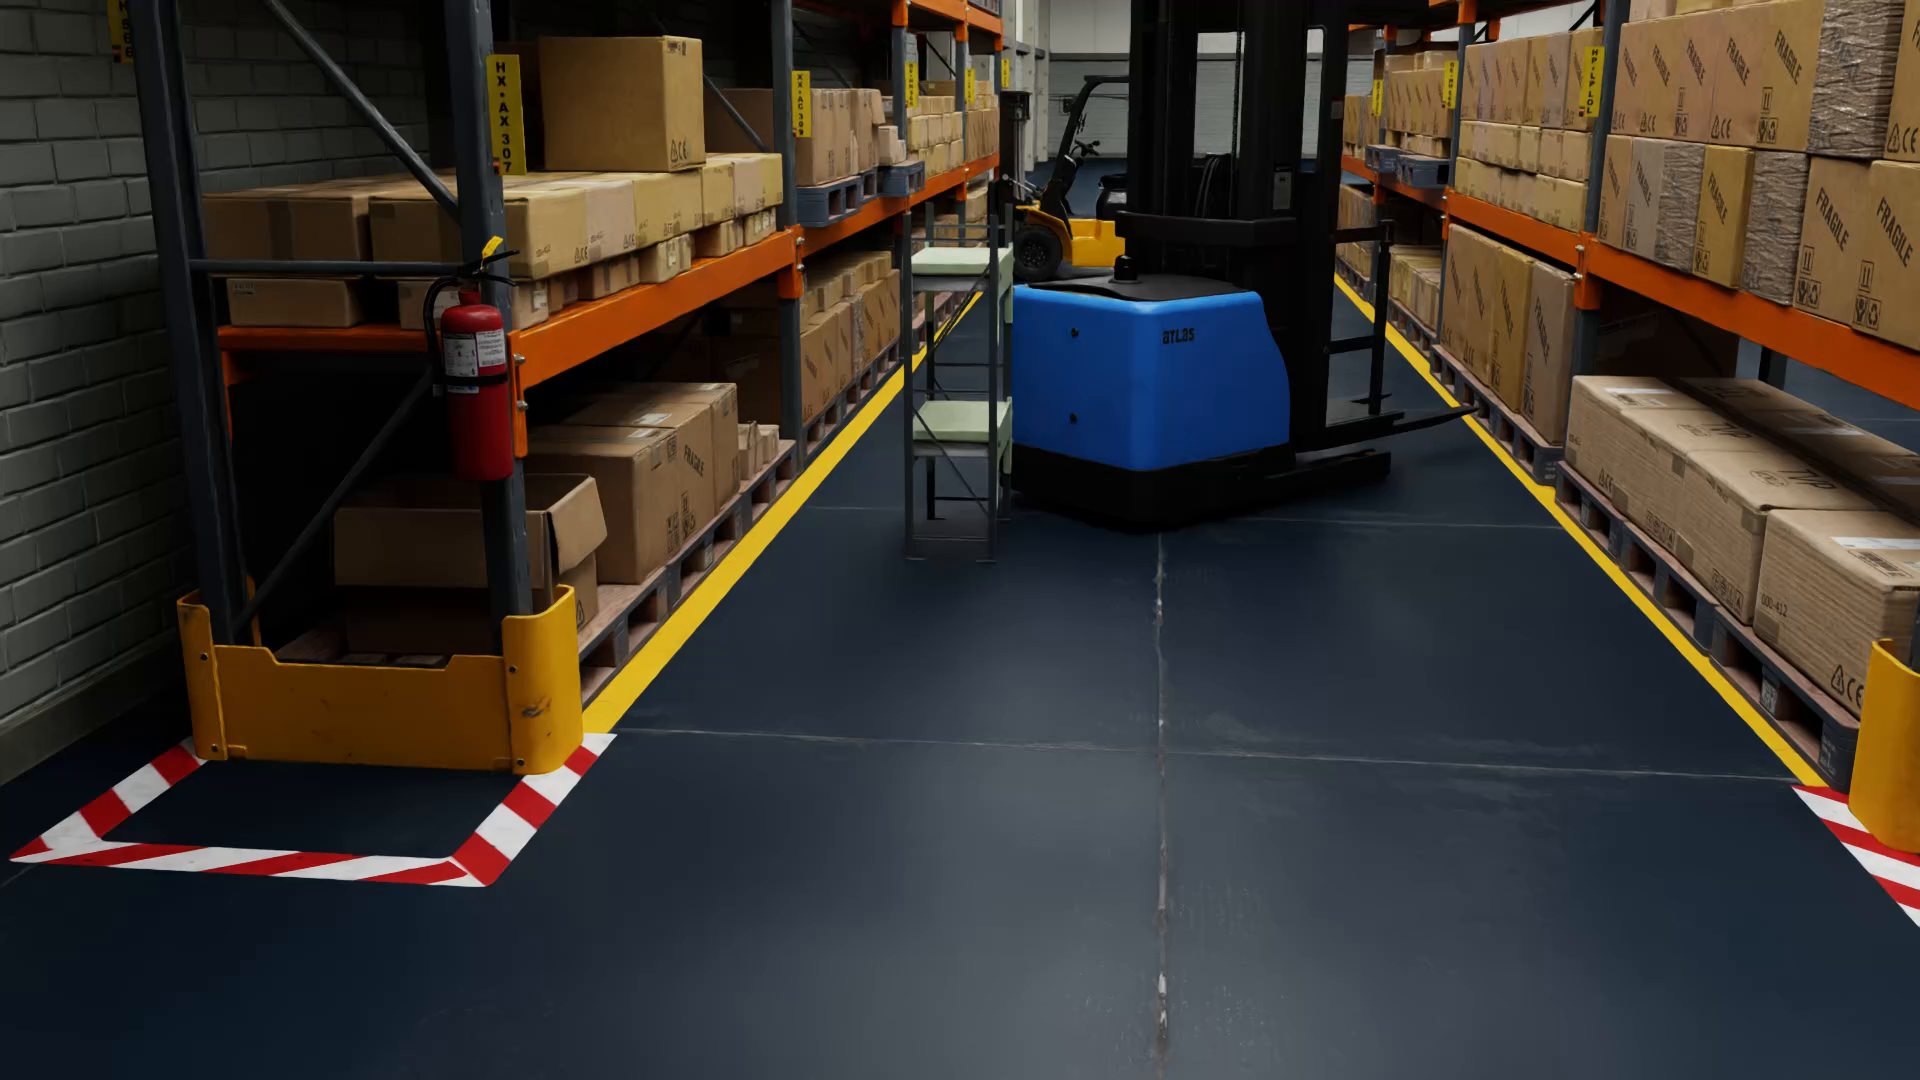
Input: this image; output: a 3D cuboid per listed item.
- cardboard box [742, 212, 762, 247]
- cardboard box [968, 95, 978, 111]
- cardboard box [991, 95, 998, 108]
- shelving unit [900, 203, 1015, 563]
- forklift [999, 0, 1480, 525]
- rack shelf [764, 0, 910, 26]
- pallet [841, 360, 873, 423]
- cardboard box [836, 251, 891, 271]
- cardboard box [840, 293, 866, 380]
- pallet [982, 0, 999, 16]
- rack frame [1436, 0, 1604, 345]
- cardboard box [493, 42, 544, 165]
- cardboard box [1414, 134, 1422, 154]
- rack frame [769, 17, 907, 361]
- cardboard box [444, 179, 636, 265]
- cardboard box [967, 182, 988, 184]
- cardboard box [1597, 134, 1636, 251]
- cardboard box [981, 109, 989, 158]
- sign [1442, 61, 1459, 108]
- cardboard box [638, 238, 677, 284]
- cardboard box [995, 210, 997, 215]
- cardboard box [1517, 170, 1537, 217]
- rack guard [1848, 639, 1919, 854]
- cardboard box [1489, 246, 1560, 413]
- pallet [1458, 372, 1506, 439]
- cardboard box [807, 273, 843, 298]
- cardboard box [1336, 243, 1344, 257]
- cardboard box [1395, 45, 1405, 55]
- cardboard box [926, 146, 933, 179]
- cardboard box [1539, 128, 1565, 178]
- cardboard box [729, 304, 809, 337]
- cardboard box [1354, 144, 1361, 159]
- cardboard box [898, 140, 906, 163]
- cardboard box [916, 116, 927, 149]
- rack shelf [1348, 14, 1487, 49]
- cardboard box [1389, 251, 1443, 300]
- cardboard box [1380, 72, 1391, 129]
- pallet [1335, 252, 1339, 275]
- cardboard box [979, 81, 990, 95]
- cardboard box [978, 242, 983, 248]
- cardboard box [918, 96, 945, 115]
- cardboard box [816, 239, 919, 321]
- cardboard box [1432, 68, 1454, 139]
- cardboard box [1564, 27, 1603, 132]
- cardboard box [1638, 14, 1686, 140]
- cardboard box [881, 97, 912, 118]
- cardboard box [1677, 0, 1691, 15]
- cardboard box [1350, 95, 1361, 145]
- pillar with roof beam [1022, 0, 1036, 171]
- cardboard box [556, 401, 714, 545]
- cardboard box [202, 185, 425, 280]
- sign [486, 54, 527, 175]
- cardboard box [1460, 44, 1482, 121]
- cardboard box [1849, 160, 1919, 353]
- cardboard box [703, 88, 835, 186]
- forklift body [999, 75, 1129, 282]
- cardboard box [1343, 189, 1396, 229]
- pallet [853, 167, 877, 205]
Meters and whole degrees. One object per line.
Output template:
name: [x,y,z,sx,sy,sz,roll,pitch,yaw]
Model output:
cardboard box: [-1.149,-1.467,7.820,0.380,0.149,0.250,2,15,8]
cardboard box: [-0.020,-4.523,17.208,0.380,0.149,0.250,2,15,7]
cardboard box: [0.243,-5.123,19.426,0.380,0.149,0.250,2,15,7]
shelving unit: [0.001,-0.726,7.473,0.431,1.500,0.755,2,15,6]
forklift: [1.650,-1.779,8.628,3.031,2.935,1.130,-12,20,-39]
rack shelf: [-1.125,-3.434,10.246,1.077,0.370,4.000,2,15,6]
pallet: [-1.161,-0.997,10.947,1.003,0.211,1.213,2,15,6]
cardboard box: [-0.703,-2.025,12.147,0.380,0.149,0.250,1,15,4]
cardboard box: [-0.897,-1.331,10.823,0.500,0.500,0.500,1,15,4]
pallet: [-0.102,-6.149,19.080,1.003,0.211,1.213,2,15,6]
rack frame: [4.033,-2.706,11.925,1.000,3.000,0.127,2,15,6]
cardboard box: [-1.783,-1.869,7.108,0.500,0.500,0.500,1,15,5]
cardboard box: [3.832,-3.155,13.260,0.380,0.149,0.250,2,15,7]
rack frame: [-0.899,-2.852,12.462,1.000,3.000,0.127,2,15,6]
cardboard box: [-1.427,-1.088,5.658,0.500,0.250,0.500,2,15,7]
cardboard box: [0.209,-4.023,19.342,0.500,0.250,0.500,2,15,7]
cardboard box: [3.268,-1.603,7.653,0.500,0.500,0.500,2,15,8]
cardboard box: [0.038,-4.442,18.150,0.500,0.500,0.500,2,15,7]
sign: [3.493,-3.241,11.834,0.100,0.325,0.005,2,15,6]
cardboard box: [-1.298,-1.065,6.337,0.380,0.149,0.250,1,15,5]
cardboard box: [0.154,-3.644,18.896,0.500,0.250,0.500,1,15,5]
cardboard box: [3.516,-1.983,9.535,0.500,0.250,0.500,1,15,5]
rack guard: [3.128,0.581,4.554,1.175,0.500,0.348,2,15,6]
cardboard box: [3.666,-1.244,9.781,0.875,0.875,0.875,2,15,8]
pallet: [3.729,-0.843,10.374,1.003,0.211,1.213,2,15,6]
cardboard box: [-0.959,-1.620,10.648,0.380,0.149,0.250,2,15,6]
cardboard box: [4.505,-3.323,18.670,0.500,0.250,0.500,2,15,8]
cardboard box: [4.881,-4.925,17.453,0.700,0.500,0.500,2,15,6]
cardboard box: [-0.494,-3.151,13.857,0.500,0.250,0.500,1,15,4]
cardboard box: [3.439,-2.089,8.972,0.500,0.250,0.500,2,15,8]
cardboard box: [-1.046,-1.209,9.127,0.380,0.149,0.250,2,15,9]
cardboard box: [4.381,-4.112,17.603,0.380,0.149,0.250,2,15,7]
cardboard box: [-0.592,-2.751,11.768,0.380,0.149,0.250,2,15,7]
cardboard box: [-0.549,-3.258,13.295,0.500,0.250,0.500,2,15,8]
rack shelf: [4.710,-5.363,17.382,1.077,0.370,4.000,2,15,6]
cardboard box: [4.350,-2.355,14.856,0.950,0.372,0.625,3,15,10]
cardboard box: [4.146,-4.025,15.236,0.500,0.500,0.500,2,15,8]
pallet: [4.800,-3.206,19.114,1.003,0.211,1.213,2,15,6]
cardboard box: [0.128,-4.998,18.397,0.380,0.149,0.250,2,15,7]
cardboard box: [-0.023,-3.012,17.519,0.500,0.250,0.500,1,15,5]
cardboard box: [-0.334,-3.752,14.357,0.380,0.149,0.250,1,15,5]
cardboard box: [-0.815,-2.069,13.314,0.875,0.625,0.625,2,15,8]
cardboard box: [3.808,-3.227,12.284,0.500,0.500,0.500,1,15,5]
cardboard box: [3.383,-2.323,8.400,0.500,0.500,0.500,2,15,8]
cardboard box: [3.224,-1.953,7.030,0.500,0.500,0.500,1,15,6]
cardboard box: [-0.571,-3.287,12.638,0.380,0.149,0.250,2,15,8]
cardboard box: [3.199,-2.242,6.856,0.380,0.149,0.250,2,15,6]
cardboard box: [4.446,-4.460,17.647,0.500,0.500,0.500,1,15,5]
pillar with roof beam: [6.015,-13.766,41.333,9.100,9.000,0.400,2,15,6]
cardboard box: [-1.345,-0.283,6.948,0.500,0.500,0.500,2,15,7]
cardboard box: [-2.014,-0.975,5.239,0.500,0.250,0.500,2,15,8]
sign: [-1.263,-1.179,4.616,0.100,0.325,0.005,2,15,6]
cardboard box: [3.734,-3.117,11.335,0.500,0.500,0.500,1,15,4]
cardboard box: [2.922,-0.813,4.730,0.500,0.500,0.500,2,15,7]
cardboard box: [-1.074,-2.184,8.997,0.700,0.500,0.500,2,15,8]
forklift body: [1.602,-3.971,18.228,2.313,2.155,1.214,2,15,6]
cardboard box: [4.448,-3.546,18.055,0.500,0.500,0.500,2,15,7]
pallet: [-1.114,-2.255,10.621,1.003,0.211,1.213,2,15,6]
